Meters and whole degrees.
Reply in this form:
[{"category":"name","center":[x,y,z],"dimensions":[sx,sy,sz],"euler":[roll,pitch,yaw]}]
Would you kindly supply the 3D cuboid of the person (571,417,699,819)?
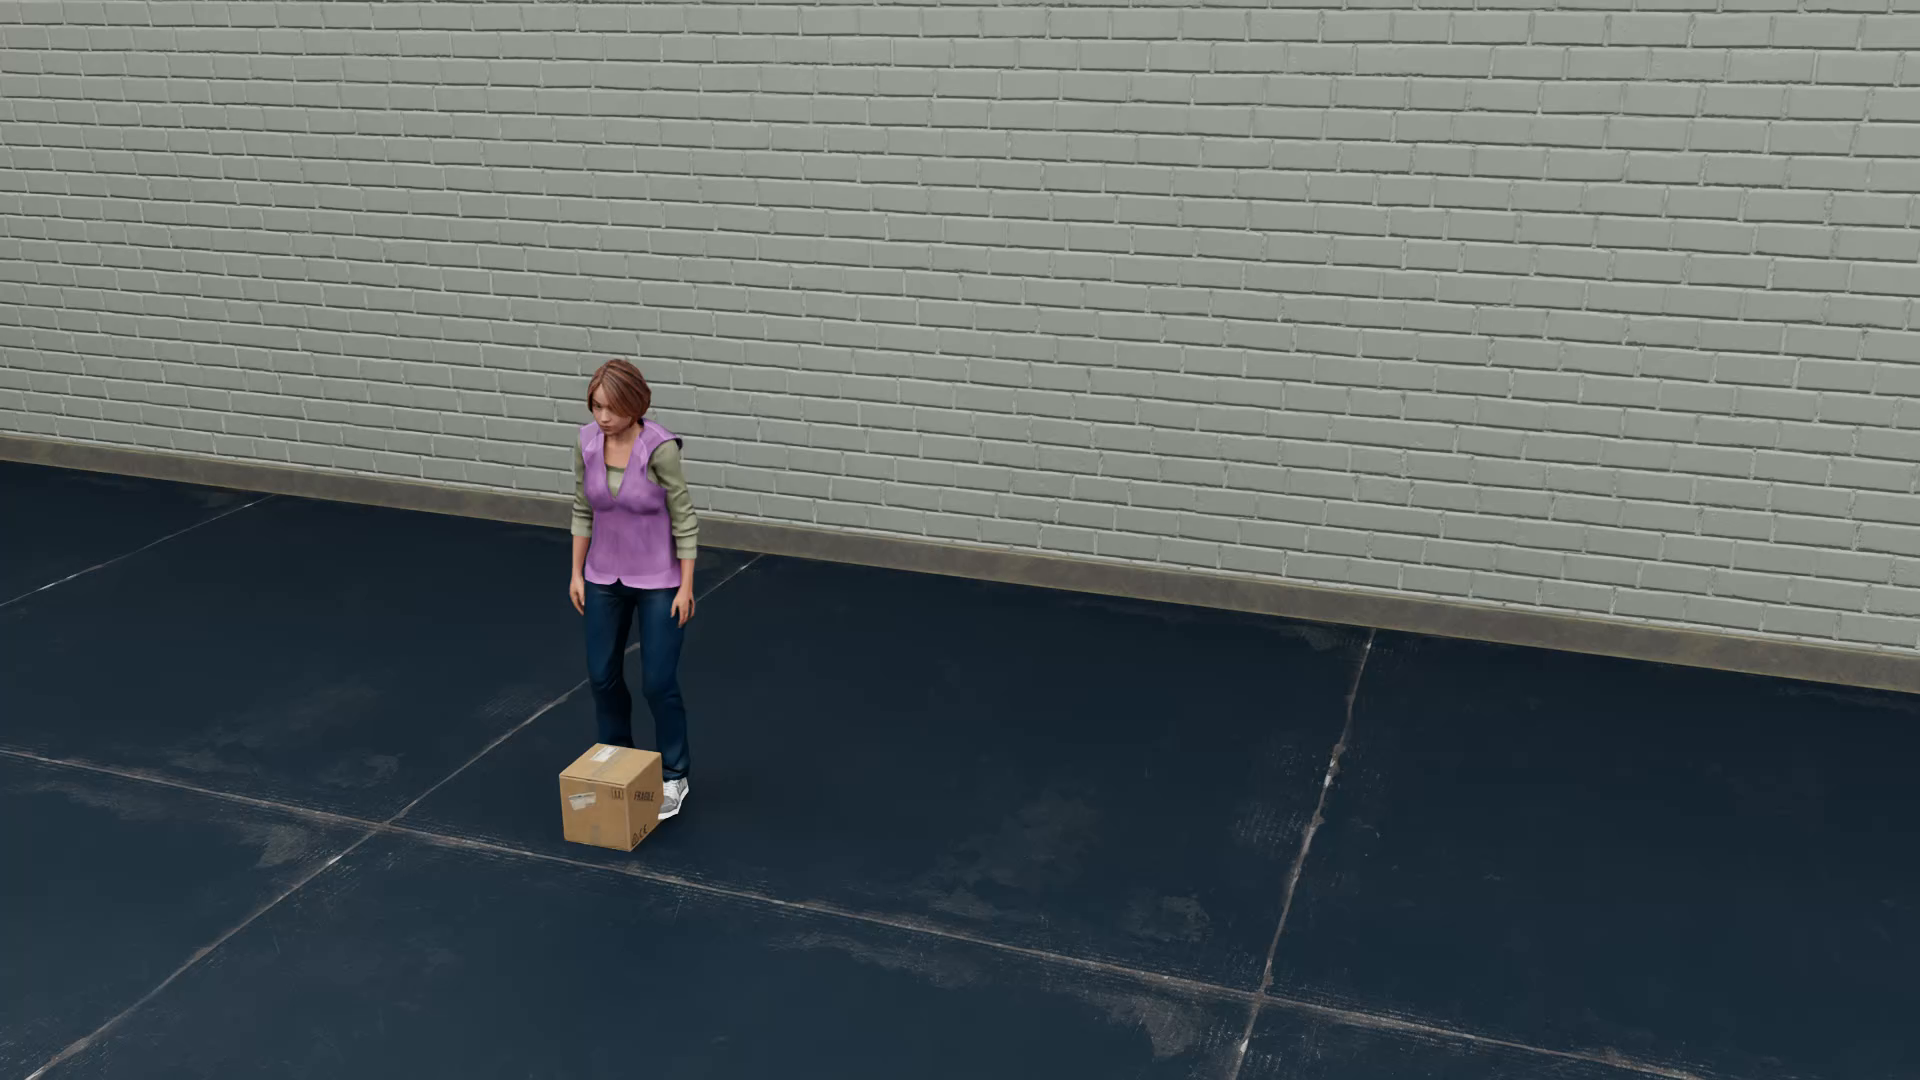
[{"category":"person","center":[-6.188,-0.675,5.581],"dimensions":[10.346,3.194,2.805],"euler":[6,20,16]}]
